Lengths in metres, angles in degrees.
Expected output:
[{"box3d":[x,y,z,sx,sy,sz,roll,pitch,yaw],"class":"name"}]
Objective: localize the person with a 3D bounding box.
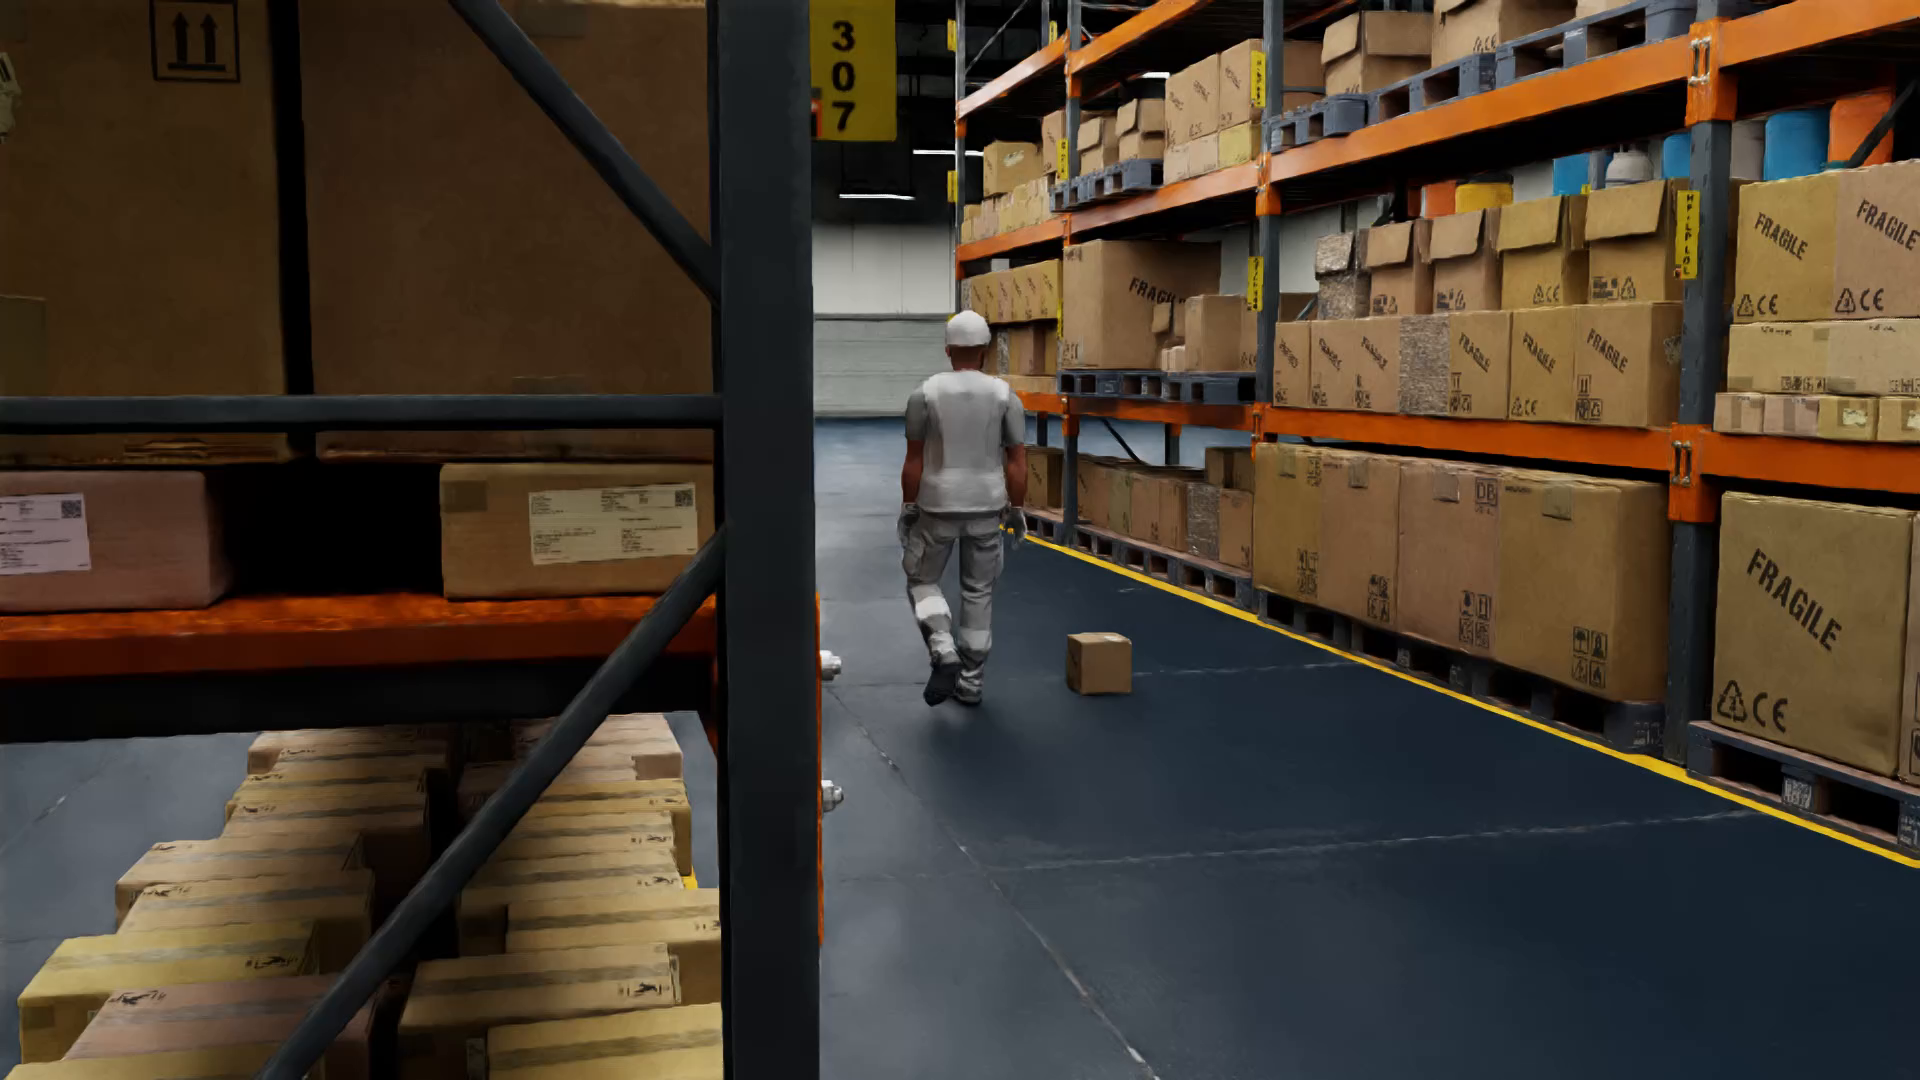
[{"box3d":[0.003,-0.132,7.474,0.584,1.779,0.632,-1,6,-6],"class":"person"}]
